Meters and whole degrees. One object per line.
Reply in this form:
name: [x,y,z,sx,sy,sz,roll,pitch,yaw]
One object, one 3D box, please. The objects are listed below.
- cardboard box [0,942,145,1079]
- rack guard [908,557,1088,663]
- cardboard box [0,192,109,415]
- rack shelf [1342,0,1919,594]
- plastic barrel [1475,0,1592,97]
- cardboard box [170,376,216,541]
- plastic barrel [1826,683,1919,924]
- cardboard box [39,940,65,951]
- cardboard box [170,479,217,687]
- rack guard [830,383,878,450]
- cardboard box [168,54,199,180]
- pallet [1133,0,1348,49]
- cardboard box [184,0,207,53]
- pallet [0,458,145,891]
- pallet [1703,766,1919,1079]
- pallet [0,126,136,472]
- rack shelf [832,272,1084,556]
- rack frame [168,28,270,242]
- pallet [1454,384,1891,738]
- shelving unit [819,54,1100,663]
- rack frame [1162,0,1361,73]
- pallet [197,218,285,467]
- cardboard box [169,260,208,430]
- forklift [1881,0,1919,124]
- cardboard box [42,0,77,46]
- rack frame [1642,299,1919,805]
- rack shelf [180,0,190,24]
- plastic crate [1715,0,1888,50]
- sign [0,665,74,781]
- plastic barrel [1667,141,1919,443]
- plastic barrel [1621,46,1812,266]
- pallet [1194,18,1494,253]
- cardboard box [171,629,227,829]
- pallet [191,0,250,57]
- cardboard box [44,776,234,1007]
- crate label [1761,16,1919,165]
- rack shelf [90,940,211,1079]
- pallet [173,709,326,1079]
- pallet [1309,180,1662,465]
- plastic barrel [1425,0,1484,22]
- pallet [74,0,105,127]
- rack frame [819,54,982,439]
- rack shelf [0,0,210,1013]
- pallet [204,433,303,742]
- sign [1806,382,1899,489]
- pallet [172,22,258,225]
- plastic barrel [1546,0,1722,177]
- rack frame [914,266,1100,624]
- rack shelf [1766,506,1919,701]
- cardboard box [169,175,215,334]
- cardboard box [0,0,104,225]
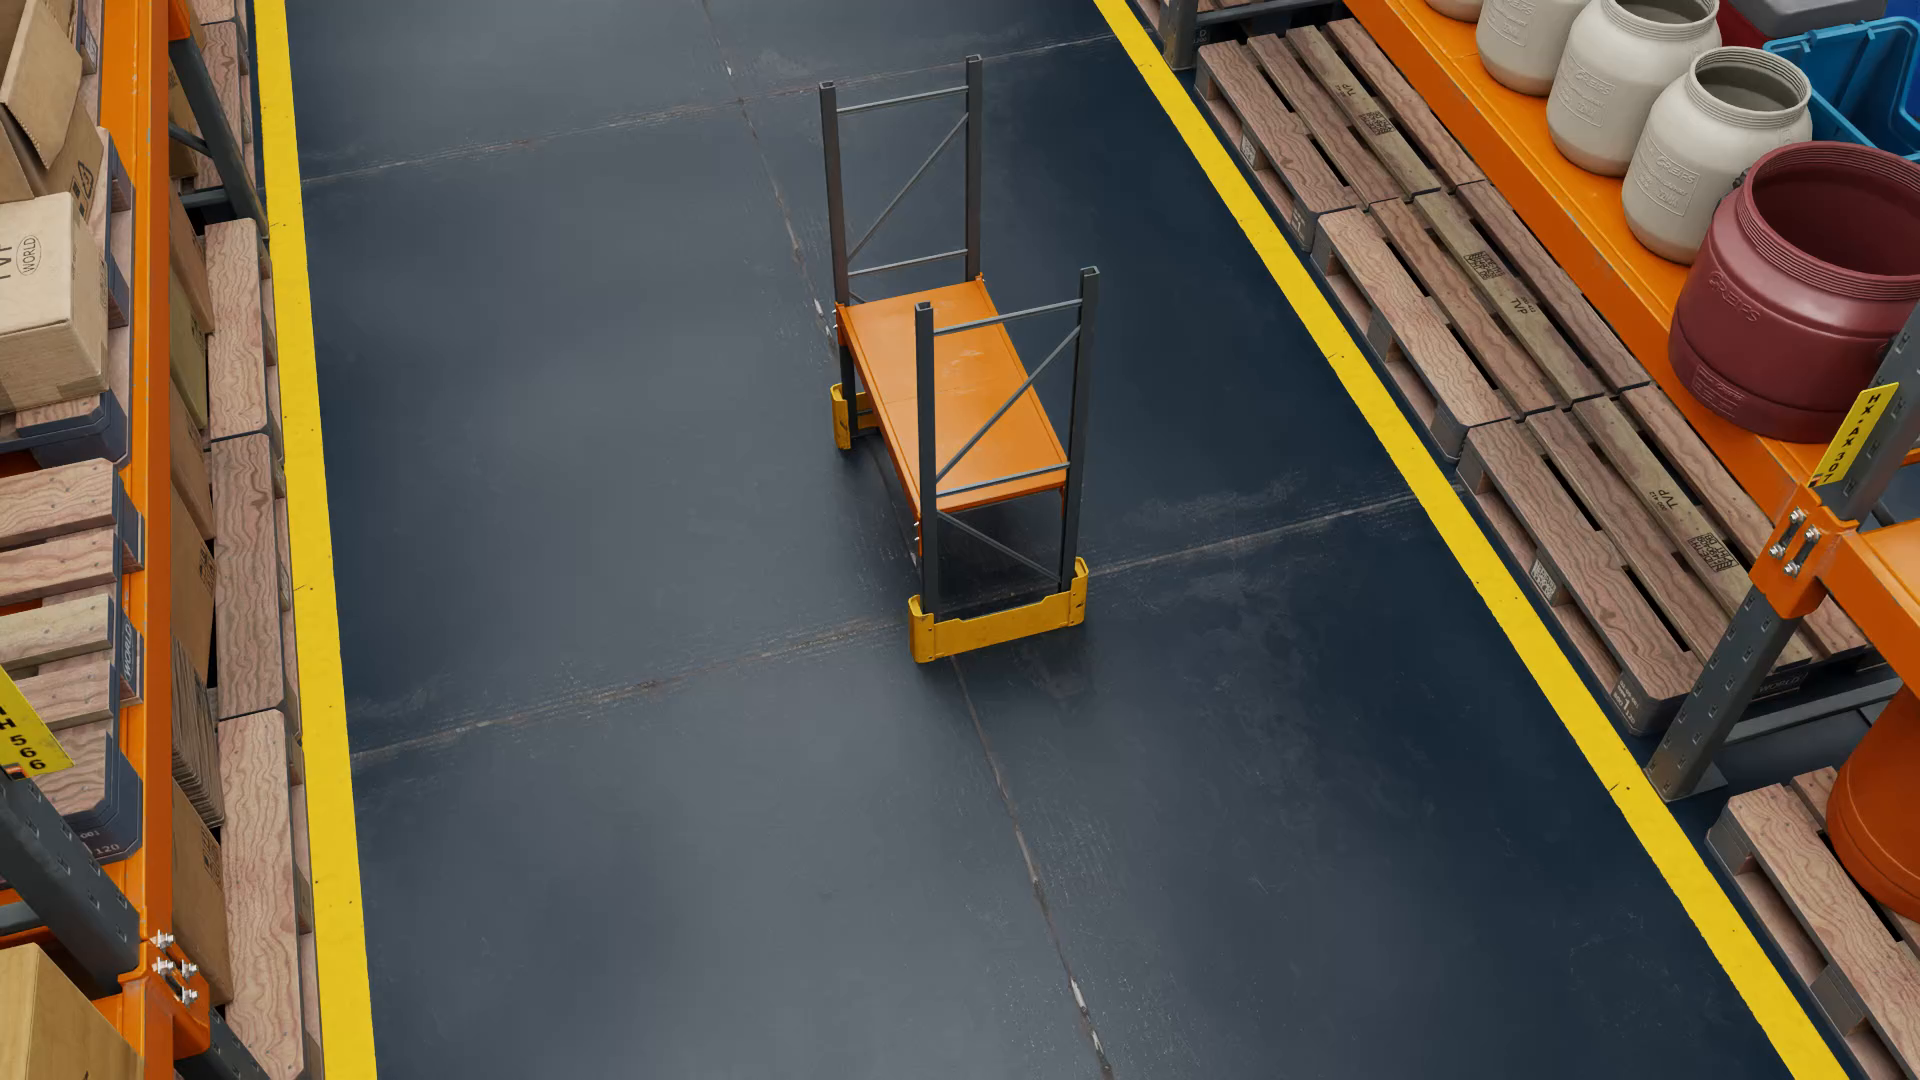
cardboard box: [-1.743,1.074,2.817,0.500,0.500,0.500,-12,51,-10]
rack guard: [0.125,0.227,5.395,0.587,0.250,0.087,-13,51,-11]
cardboard box: [-2.402,-0.561,4.084,0.500,0.250,0.500,-15,51,-12]
rack shelf: [2.014,-1.547,5.562,1.077,0.370,4.000,-13,51,-11]
plastic barrel: [1.841,-1.683,5.118,0.433,0.535,0.433,0,50,0]
cardboard box: [-2.859,-0.241,5.338,0.700,0.500,0.500,-17,52,-14]
plastic barrel: [2.766,0.600,4.427,0.600,0.830,0.708,-13,51,-11]
cardboard box: [-2.353,0.742,4.019,0.500,0.250,0.500,-11,51,-9]
cardboard box: [-2.694,0.167,4.995,0.700,0.500,0.500,-9,51,-8]
rack guard: [-0.170,-0.500,6.008,0.587,0.250,0.087,-13,51,-11]
cardboard box: [-3.389,-1.750,6.624,0.500,0.500,0.500,-15,51,-12]
pallet: [1.264,-2.840,8.006,1.003,0.211,1.213,-13,51,-11]
cardboard box: [-3.566,-2.167,6.975,0.500,0.500,0.500,1,50,1]
pallet: [-2.438,0.368,3.604,1.213,0.211,1.003,-13,51,-11]
pallet: [2.878,1.147,4.645,1.003,0.211,1.213,-13,51,-11]
pallet: [-2.750,-0.573,4.396,1.003,0.211,1.213,-13,51,-11]
rack shelf: [-0.025,-0.430,5.367,0.538,0.185,1.000,-13,51,-11]
rack frame: [-3.309,-2.119,5.575,1.000,3.000,0.127,-13,51,-11]
pallet: [2.413,0.007,5.606,1.003,0.211,1.213,-13,51,-11]
shelving unit: [-0.023,-0.539,5.224,0.587,1.500,1.083,-13,51,-11]
rack frame: [1.423,-3.239,6.519,1.000,3.000,0.127,-13,51,-11]
pallet: [-3.077,-0.652,6.162,1.003,0.211,1.213,-13,51,-11]
cardboard box: [-3.025,-0.649,5.683,0.700,0.500,0.500,-14,51,-11]
forklift: [4.872,-2.238,5.720,1.130,2.935,3.031,-34,58,-25]
cardboard box: [-3.208,-1.836,4.669,1.000,1.000,1.000,-13,51,-11]
rack frame: [2.605,-0.318,4.056,1.000,3.000,0.127,-13,51,-11]
rack shelf: [-3.900,-3.348,7.081,1.077,0.370,4.000,-13,51,-11]
plastic crate: [2.420,-1.588,5.085,0.402,0.464,0.583,-13,51,-11]
sign: [-1.597,0.301,2.777,0.100,0.325,0.005,-13,51,-11]
plastic barrel: [2.179,-0.632,4.232,0.600,0.536,0.708,-13,51,-11]
plastic barrel: [2.097,-1.057,4.606,0.421,0.512,0.421,0,50,0]
pallet: [1.692,-1.776,7.109,1.003,0.211,1.213,-13,51,-11]
cardboard box: [-2.519,0.579,4.647,0.700,0.500,0.500,-17,52,-14]
pallet: [-3.906,-2.596,7.800,1.003,0.211,1.213,-13,51,-11]
cardboard box: [-2.343,0.981,4.308,0.700,0.500,0.500,-16,52,-13]
crate label: [2.570,-1.116,4.706,0.502,0.435,0.616,-13,51,-11]
rack shelf: [-1.535,2.495,2.155,1.077,0.370,4.000,-13,51,-11]
pallet: [-2.356,1.130,4.659,1.003,0.211,1.213,-13,51,-11]
pallet: [2.056,-0.883,6.356,1.003,0.211,1.213,-13,51,-11]
plastic barrel: [1.713,-1.999,5.384,0.433,0.535,0.433,0,50,0]
pallet: [-3.222,-1.466,5.150,1.003,0.211,1.213,-13,51,-11]
rack frame: [-0.176,-0.917,5.542,0.500,1.500,0.032,-13,51,-11]
rack shelf: [-2.717,-0.427,4.618,1.077,0.370,4.000,-13,51,-11]
pallet: [-2.713,0.240,5.409,1.003,0.211,1.213,-13,51,-11]
sign: [2.082,-0.241,3.884,0.100,0.325,0.005,-13,51,-11]
pallet: [-3.541,-1.703,7.048,1.003,0.211,1.213,-13,51,-11]
plastic barrel: [1.973,-1.364,4.865,0.421,0.512,0.421,0,50,0]
rack frame: [0.125,-0.174,4.916,0.500,1.500,0.032,-13,51,-11]
rack shelf: [3.197,1.375,3.100,1.077,0.370,4.000,-13,51,-11]
cardboard box: [-3.148,-1.002,5.980,0.700,0.500,0.500,-17,52,-14]
cardboard box: [-2.708,-1.043,4.325,0.797,0.503,0.637,-9,50,-7]
